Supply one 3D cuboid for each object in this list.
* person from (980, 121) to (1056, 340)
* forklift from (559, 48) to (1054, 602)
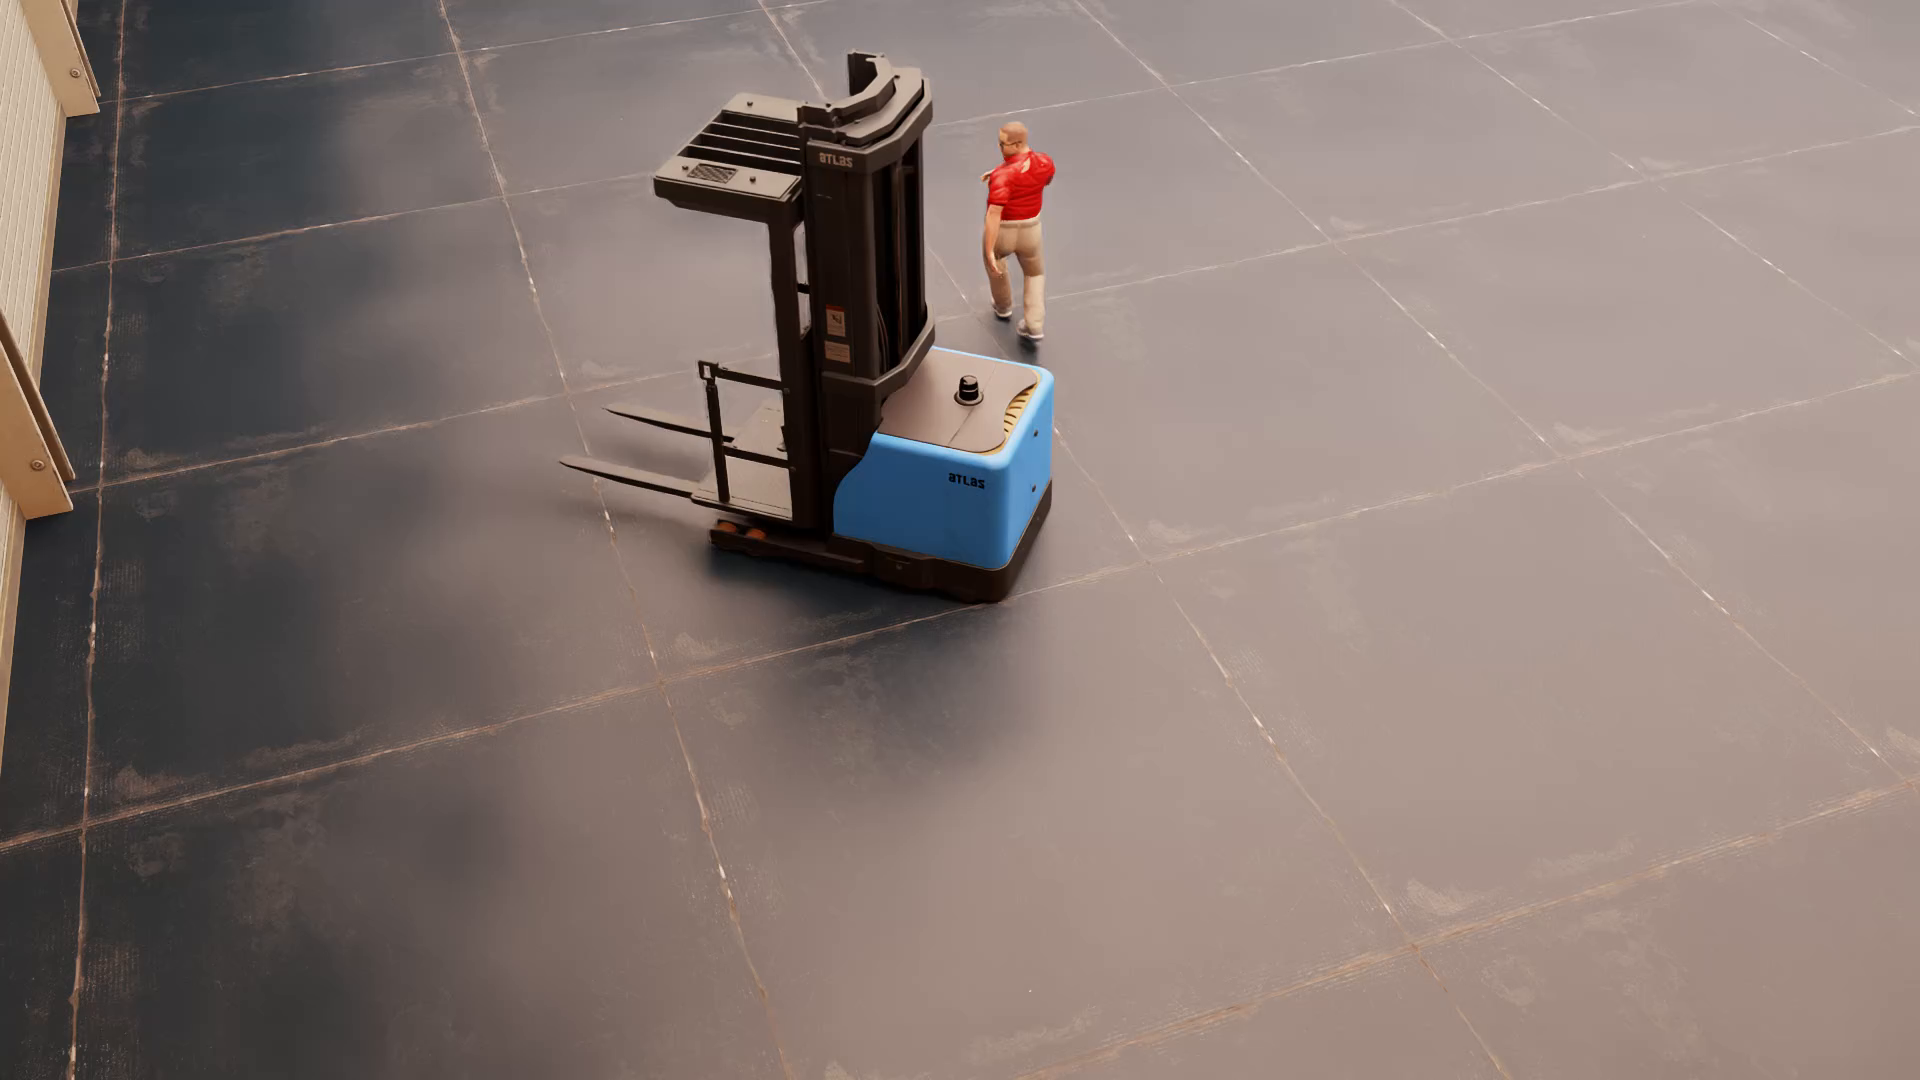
[{"bbox_3d":[0.384,-2.159,11.598,0.583,1.648,0.886,-8,41,-10],"label":"person"},{"bbox_3d":[-1.003,-1.331,9.582,3.031,2.935,1.130,13,42,15],"label":"forklift"}]
